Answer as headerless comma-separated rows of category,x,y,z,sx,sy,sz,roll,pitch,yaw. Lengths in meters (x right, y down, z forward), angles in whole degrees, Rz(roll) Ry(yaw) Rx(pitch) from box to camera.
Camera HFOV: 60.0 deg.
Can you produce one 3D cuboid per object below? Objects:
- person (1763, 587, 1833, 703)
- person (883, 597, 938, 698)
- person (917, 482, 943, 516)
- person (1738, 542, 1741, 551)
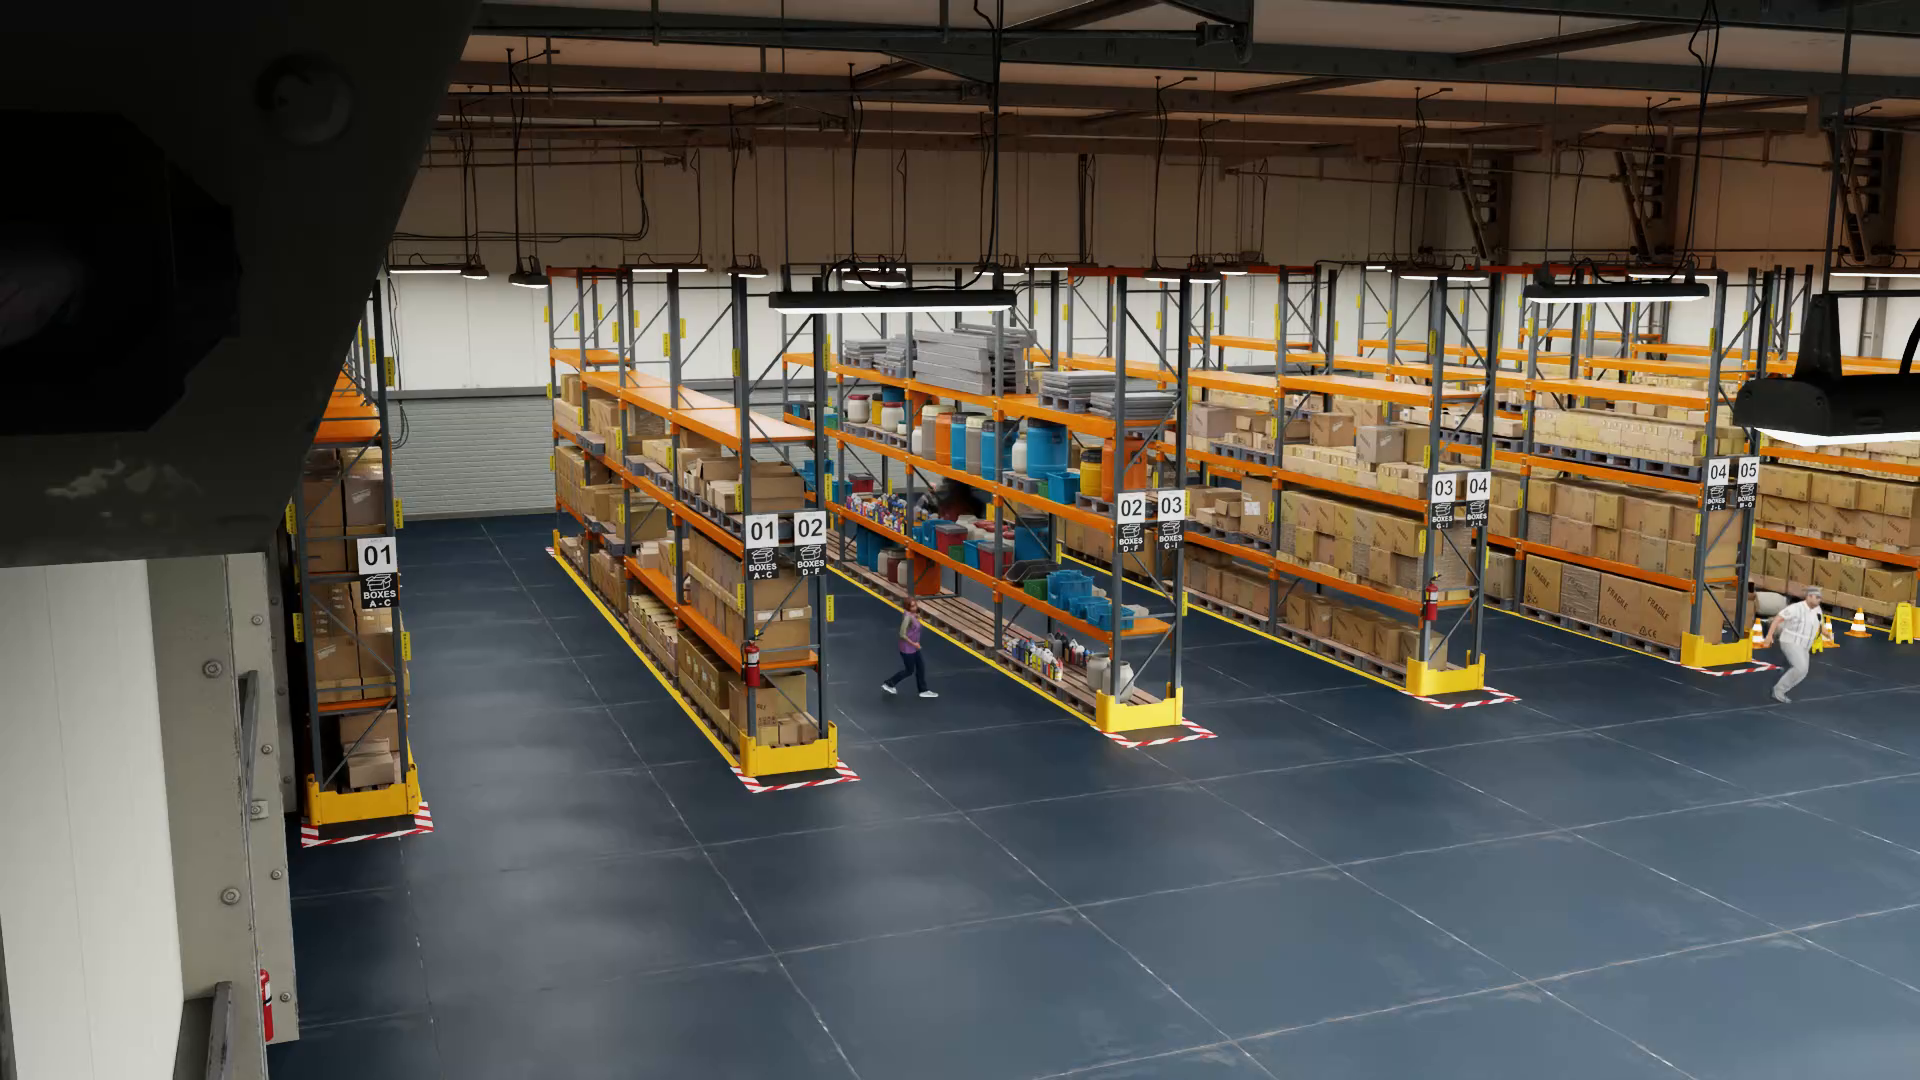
person,11.883,1.492,23.436,0.856,1.693,0.674,-6,12,-31
person,-0.734,1.530,23.410,0.774,1.541,0.638,2,10,9
person,-0.644,-0.374,34.049,0.660,1.657,0.636,-8,13,-38
person,15.996,-0.263,33.897,0.608,1.494,0.760,-6,12,-33
